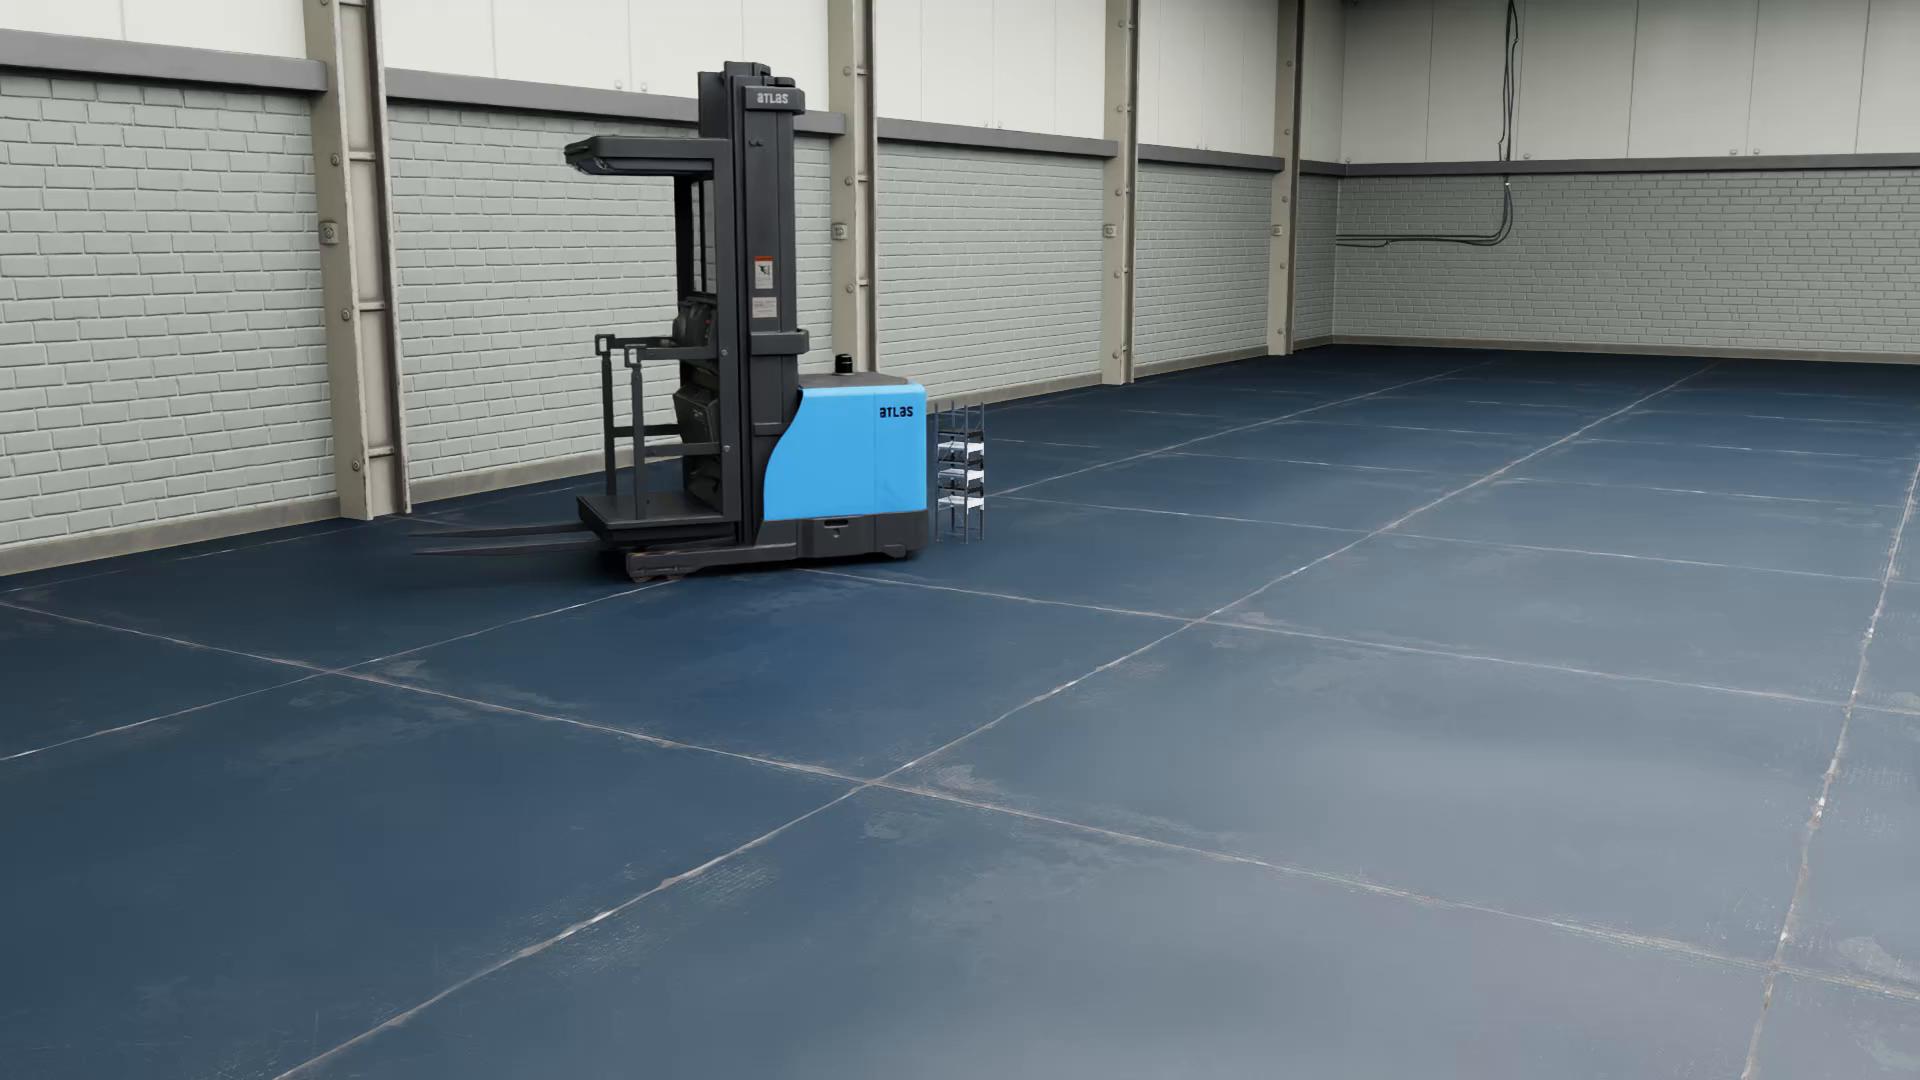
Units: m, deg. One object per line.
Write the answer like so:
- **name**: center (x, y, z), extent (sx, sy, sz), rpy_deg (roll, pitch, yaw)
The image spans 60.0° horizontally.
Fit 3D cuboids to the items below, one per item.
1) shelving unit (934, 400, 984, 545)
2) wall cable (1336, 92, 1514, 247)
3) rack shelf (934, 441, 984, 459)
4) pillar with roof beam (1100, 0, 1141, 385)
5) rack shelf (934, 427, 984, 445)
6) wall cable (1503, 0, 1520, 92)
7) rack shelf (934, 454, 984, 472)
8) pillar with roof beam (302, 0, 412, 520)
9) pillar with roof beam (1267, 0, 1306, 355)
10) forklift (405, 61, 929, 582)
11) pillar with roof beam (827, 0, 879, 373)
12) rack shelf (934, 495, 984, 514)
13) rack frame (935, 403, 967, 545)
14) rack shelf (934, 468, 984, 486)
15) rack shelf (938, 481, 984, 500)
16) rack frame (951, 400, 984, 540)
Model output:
- **shelving unit**: center (-0.004, -0.441, 10.779), extent (0.258, 0.900, 0.210), rpy_deg (6, 12, 31)
- **wall cable**: center (7.840, -6.247, 28.224), extent (3.097, 2.526, 0.112), rpy_deg (6, 12, 31)
- **rack shelf**: center (-0.004, -0.585, 10.752), extent (0.258, 0.077, 0.200), rpy_deg (6, 12, 31)
- **pillar with roof beam**: center (5.745, -6.082, 18.900), extent (9.100, 9.000, 0.400), rpy_deg (6, 12, 31)
- **rack shelf**: center (-0.004, -0.674, 10.736), extent (0.258, 0.077, 0.200), rpy_deg (6, 12, 31)
- **wall cable**: center (10.152, -8.471, 26.378), extent (3.097, 2.526, 0.112), rpy_deg (6, 12, 31)
- **rack shelf**: center (-0.004, -0.497, 10.769), extent (0.258, 0.077, 0.200), rpy_deg (6, 12, 31)
- **pillar with roof beam**: center (-0.486, -4.195, 8.820), extent (9.100, 9.000, 0.400), rpy_deg (6, 12, 31)
- **pillar with roof beam**: center (8.860, -7.025, 23.941), extent (9.100, 9.000, 0.400), rpy_deg (6, 12, 31)
- **forklift**: center (-1.762, -1.307, 9.886), extent (3.031, 2.935, 1.130), rpy_deg (-4, 11, -21)
- **pillar with roof beam**: center (2.630, -5.138, 13.860), extent (9.100, 9.000, 0.400), rpy_deg (6, 12, 31)
- **rack shelf**: center (-0.004, -0.231, 10.818), extent (0.258, 0.077, 0.200), rpy_deg (6, 12, 31)
- **rack frame**: center (-0.057, -0.425, 10.694), extent (0.240, 0.900, 0.006), rpy_deg (6, 12, 31)
- **rack shelf**: center (-0.004, -0.408, 10.785), extent (0.258, 0.077, 0.200), rpy_deg (6, 12, 31)
- **rack shelf**: center (-0.004, -0.320, 10.802), extent (0.258, 0.077, 0.200), rpy_deg (6, 12, 31)
- **rack frame**: center (0.049, -0.457, 10.864), extent (0.240, 0.900, 0.006), rpy_deg (6, 12, 31)
